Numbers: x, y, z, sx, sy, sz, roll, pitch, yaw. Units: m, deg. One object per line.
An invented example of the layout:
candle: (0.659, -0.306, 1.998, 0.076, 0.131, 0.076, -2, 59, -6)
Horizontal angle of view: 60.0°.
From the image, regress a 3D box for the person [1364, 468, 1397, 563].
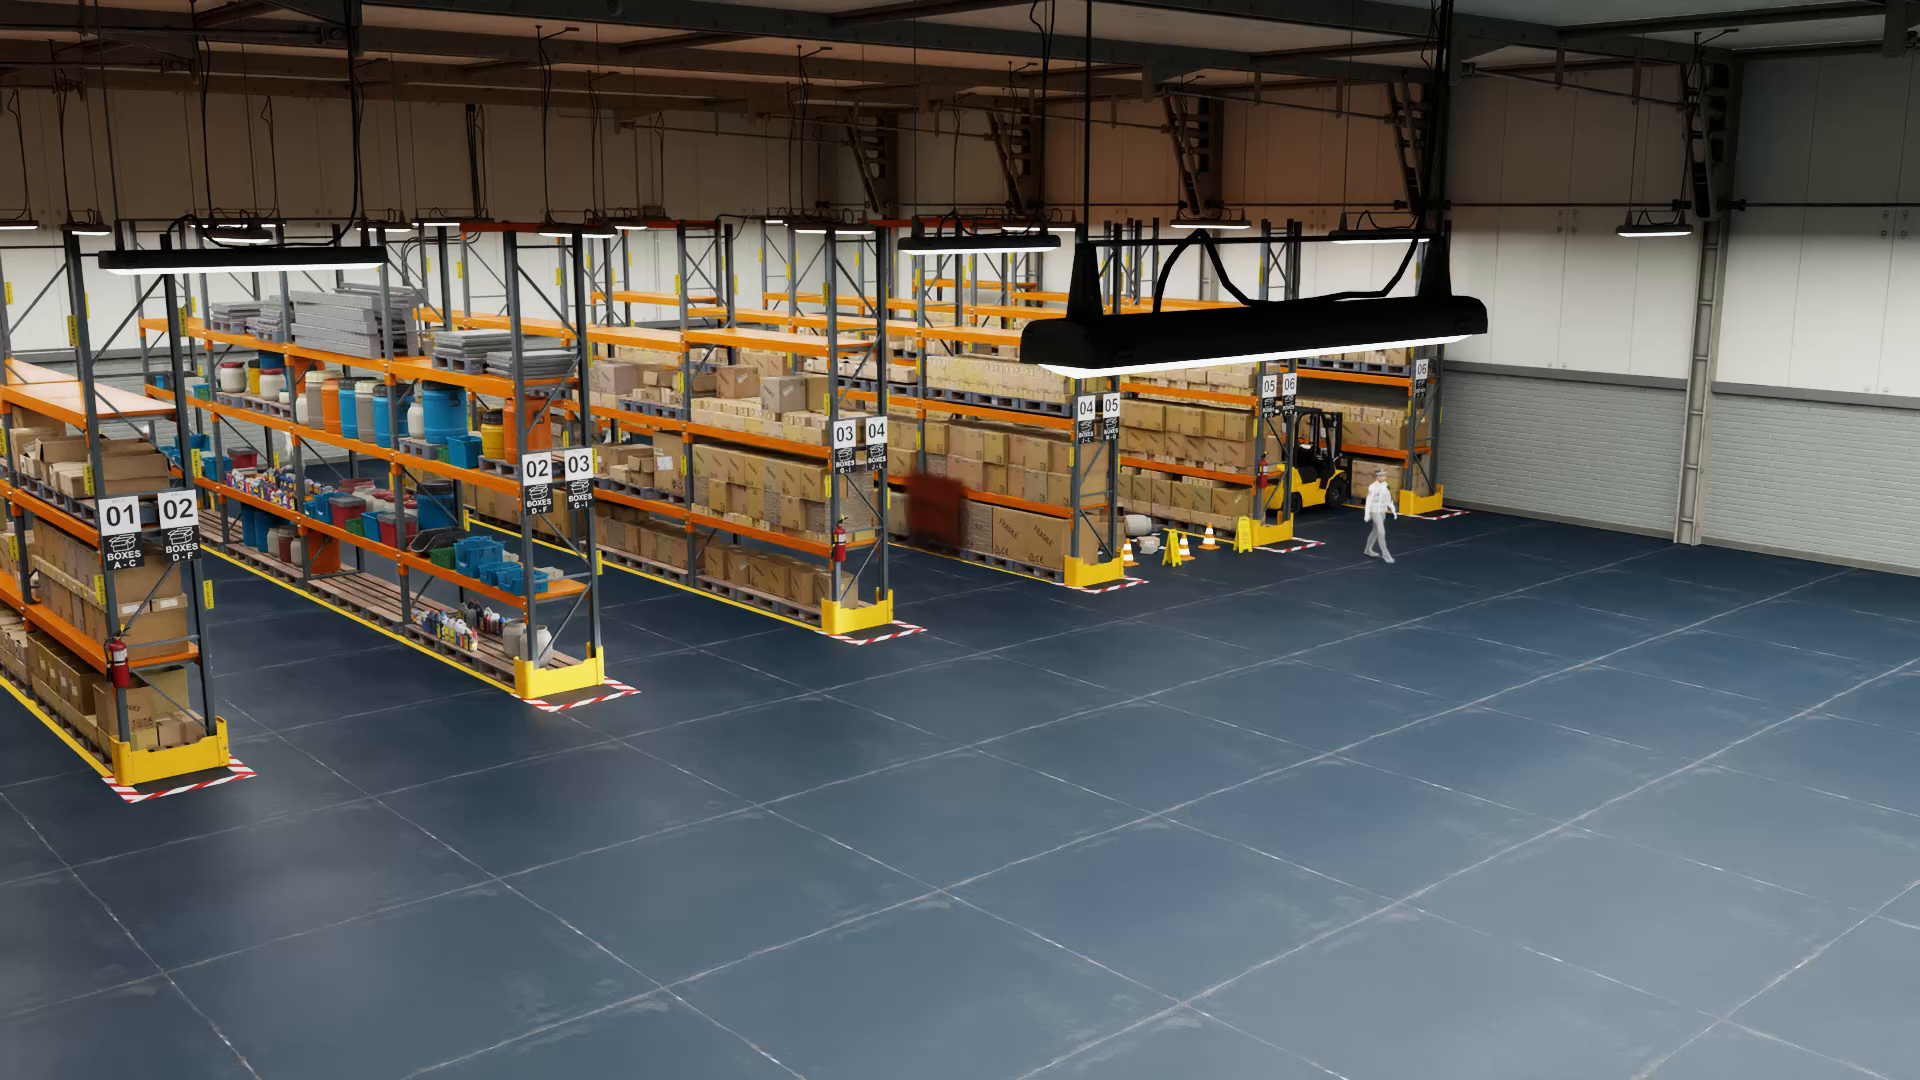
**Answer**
person: (7.611, -0.462, 29.997, 0.508, 1.688, 0.752, -9, 15, -39)

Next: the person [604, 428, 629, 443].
person: (-9.234, -3.394, 44.249, 0.547, 1.735, 1.111, 8, 14, 35)

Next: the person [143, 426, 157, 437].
person: (-16.913, -1.485, 34.619, 0.527, 1.787, 0.574, -11, 16, -44)

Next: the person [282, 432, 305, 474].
person: (-15.247, -2.056, 37.825, 0.829, 1.634, 0.470, -6, 13, -28)
